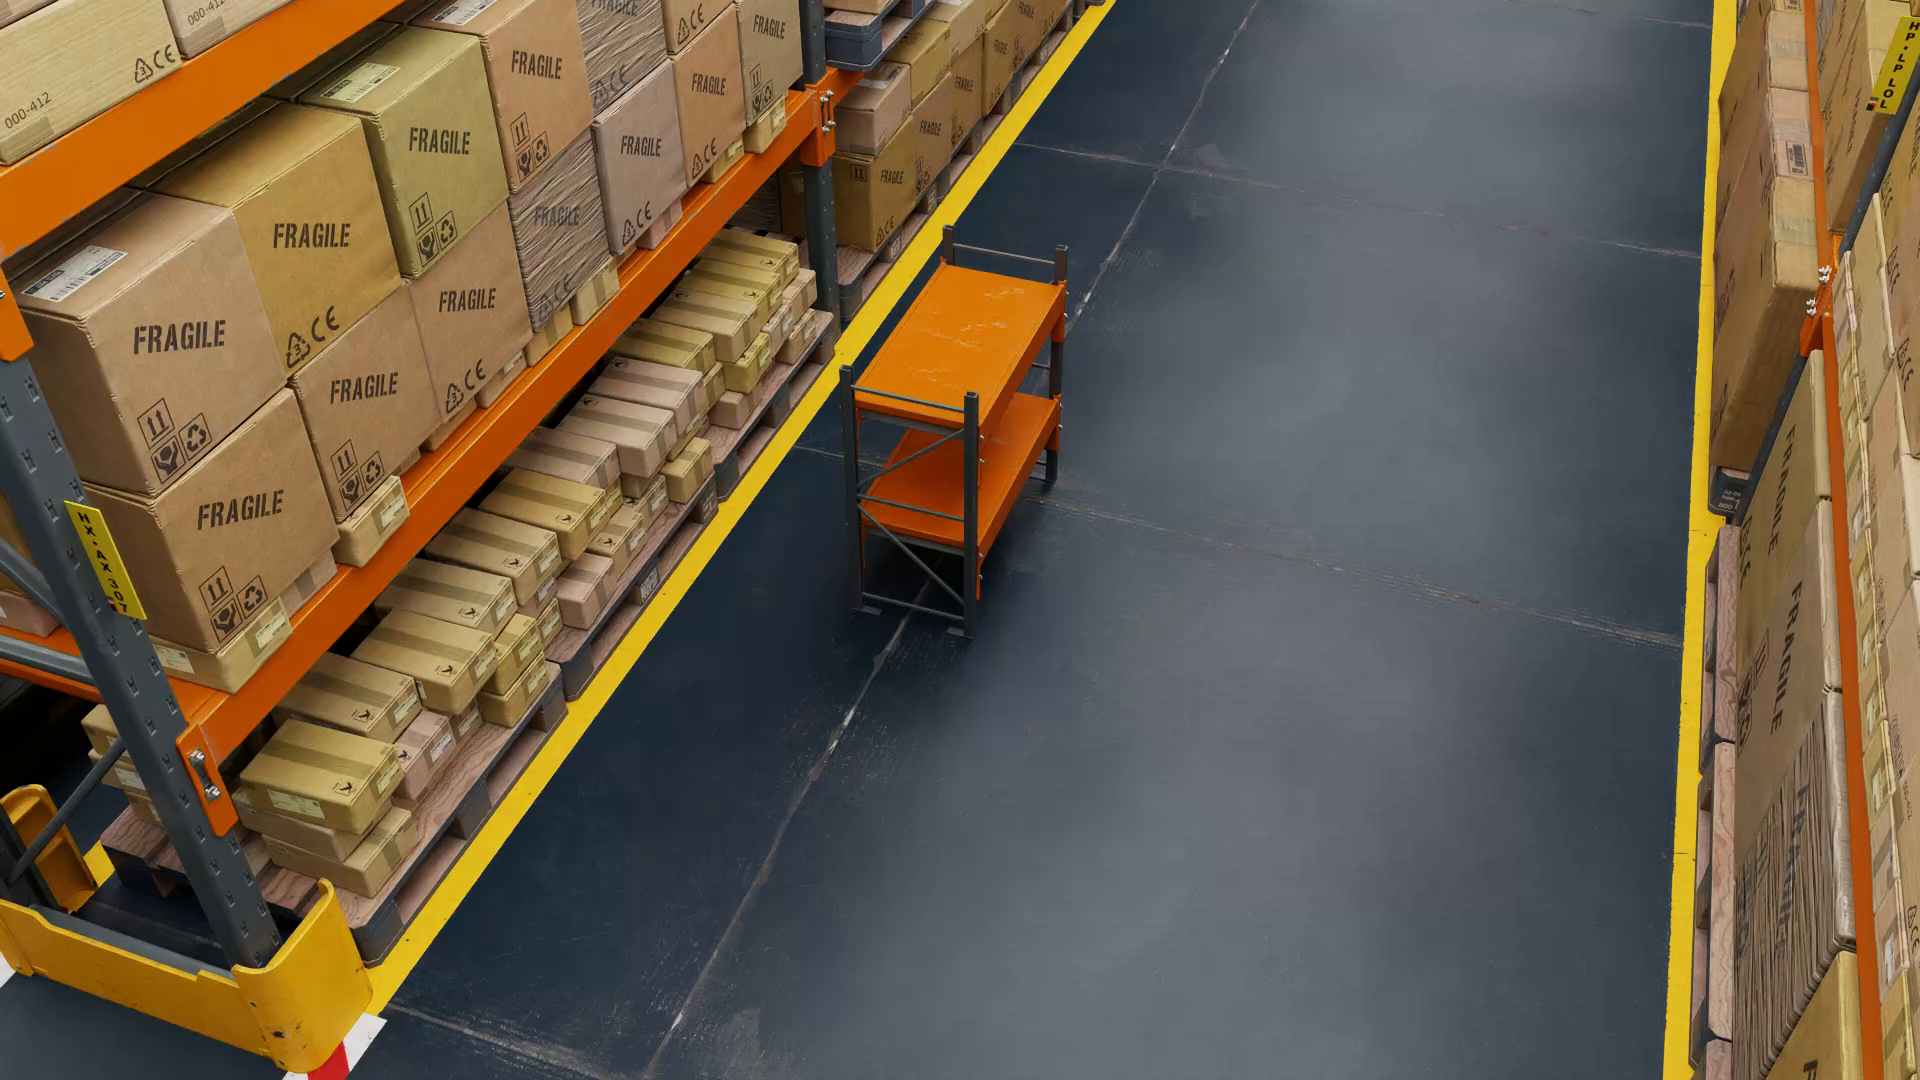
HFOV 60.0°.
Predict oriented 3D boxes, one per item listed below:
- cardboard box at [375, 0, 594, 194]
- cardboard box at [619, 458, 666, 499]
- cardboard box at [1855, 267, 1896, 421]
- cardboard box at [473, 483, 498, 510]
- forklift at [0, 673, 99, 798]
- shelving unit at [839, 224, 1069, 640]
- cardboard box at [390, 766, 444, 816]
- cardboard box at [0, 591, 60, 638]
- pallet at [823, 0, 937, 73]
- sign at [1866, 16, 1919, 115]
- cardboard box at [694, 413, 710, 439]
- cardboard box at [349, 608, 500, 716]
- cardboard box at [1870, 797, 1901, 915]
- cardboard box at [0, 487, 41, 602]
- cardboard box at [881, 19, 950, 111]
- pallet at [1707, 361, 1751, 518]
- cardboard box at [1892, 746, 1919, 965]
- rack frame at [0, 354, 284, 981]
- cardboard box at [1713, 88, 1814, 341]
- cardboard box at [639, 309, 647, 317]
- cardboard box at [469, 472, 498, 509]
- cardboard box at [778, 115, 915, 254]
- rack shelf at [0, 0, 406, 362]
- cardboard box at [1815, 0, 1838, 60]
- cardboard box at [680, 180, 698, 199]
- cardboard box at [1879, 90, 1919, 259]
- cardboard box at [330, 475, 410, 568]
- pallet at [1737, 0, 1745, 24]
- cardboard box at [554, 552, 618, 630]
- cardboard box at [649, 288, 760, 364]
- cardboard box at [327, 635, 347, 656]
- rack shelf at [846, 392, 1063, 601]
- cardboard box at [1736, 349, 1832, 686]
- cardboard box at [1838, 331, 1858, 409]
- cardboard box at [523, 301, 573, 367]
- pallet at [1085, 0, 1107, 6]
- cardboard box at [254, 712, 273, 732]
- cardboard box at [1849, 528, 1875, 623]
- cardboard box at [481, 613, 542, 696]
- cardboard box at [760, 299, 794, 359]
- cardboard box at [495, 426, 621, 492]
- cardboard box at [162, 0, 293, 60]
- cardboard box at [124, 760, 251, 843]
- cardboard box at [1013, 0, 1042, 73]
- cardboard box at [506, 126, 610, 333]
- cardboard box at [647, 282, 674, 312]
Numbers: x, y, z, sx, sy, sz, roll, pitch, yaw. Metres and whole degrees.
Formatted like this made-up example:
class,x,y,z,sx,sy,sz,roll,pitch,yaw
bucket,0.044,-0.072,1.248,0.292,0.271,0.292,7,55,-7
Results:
class,x,y,z,sx,sy,sz,roll,pitch,yaw
cardboard box,-1.480,-1.422,5.029,0.500,0.500,0.500,12,42,14
cardboard box,-1.374,-0.323,6.461,0.380,0.149,0.250,11,42,13
cardboard box,2.993,-0.545,4.964,0.500,0.250,0.500,13,42,15
cardboard box,-1.902,-0.129,6.463,0.380,0.149,0.250,14,43,16
forklift,-3.632,-0.499,5.077,1.130,2.935,3.031,16,43,18
shelving unit,-0.002,-0.424,6.380,0.538,1.125,1.048,13,42,15
cardboard box,-1.927,0.756,5.426,0.380,0.149,0.250,13,42,15
cardboard box,-2.574,0.092,4.525,0.380,0.149,0.250,13,42,15
pallet,-0.654,-2.543,7.567,1.003,0.211,1.213,13,42,15
sign,3.061,-1.544,5.418,0.100,0.325,0.005,13,42,15
cardboard box,-1.267,-0.493,6.890,0.380,0.149,0.250,12,42,14
cardboard box,-1.733,0.392,5.394,0.380,0.149,0.250,13,42,15
cardboard box,2.280,0.761,3.741,0.380,0.149,0.250,14,42,16
cardboard box,-2.508,-0.225,4.396,0.500,0.500,0.500,14,42,16
cardboard box,-0.371,-2.394,8.269,0.500,0.250,0.500,14,43,16
pallet,3.768,-0.446,7.110,1.003,0.211,1.213,13,42,15
cardboard box,2.297,0.700,3.504,0.500,0.250,0.500,13,42,14
rack frame,-2.420,0.258,4.137,1.000,3.000,0.127,13,42,15
cardboard box,4.079,-1.311,7.289,1.225,0.875,0.875,12,42,14
cardboard box,-1.554,-0.999,7.025,0.380,0.149,0.250,13,42,14
cardboard box,-1.993,-0.278,6.409,0.380,0.149,0.250,14,42,16
cardboard box,-0.550,-1.783,8.131,0.500,0.500,0.500,15,43,17
rack shelf,-1.736,-1.830,4.827,1.077,0.370,4.000,13,42,15
cardboard box,4.002,-2.328,7.091,0.500,0.500,0.500,13,42,15
cardboard box,-1.215,-1.387,6.258,0.380,0.149,0.250,12,42,14
cardboard box,3.171,-1.126,5.067,0.500,0.500,0.500,13,42,15
cardboard box,-1.810,-0.088,4.736,0.380,0.149,0.250,12,42,14
pallet,5.630,-3.616,10.826,1.003,0.211,1.213,13,42,15
cardboard box,-1.494,0.162,6.122,0.380,0.149,0.250,11,42,13
cardboard box,-1.057,-0.891,6.898,0.380,0.149,0.250,13,42,15
cardboard box,-2.331,0.367,5.653,0.380,0.149,0.250,12,42,13
rack shelf,-0.002,-0.238,6.539,0.538,0.278,1.000,13,42,15
cardboard box,3.274,0.014,5.736,0.875,0.875,0.875,13,42,15
cardboard box,2.982,-0.496,5.214,0.380,0.149,0.250,15,43,16
cardboard box,-1.515,-0.734,5.493,0.380,0.149,0.250,15,43,17
pallet,0.656,-4.025,11.305,1.003,0.211,1.213,13,42,15
cardboard box,-2.337,0.436,5.342,0.380,0.149,0.250,14,42,16
cardboard box,2.629,0.134,4.476,0.380,0.149,0.250,12,42,14
cardboard box,-1.662,0.351,5.671,0.380,0.149,0.250,15,43,16
cardboard box,-0.942,-0.940,7.184,0.380,0.149,0.250,11,42,13
cardboard box,-1.494,-0.270,6.170,0.380,0.149,0.250,13,42,15
cardboard box,-1.842,-1.364,3.842,0.500,0.250,0.500,15,43,16
cardboard box,-2.436,0.815,5.356,0.380,0.149,0.250,14,42,16
cardboard box,0.156,-3.055,9.622,0.500,0.500,0.500,15,43,17
cardboard box,-1.499,-1.046,5.359,0.500,0.500,0.500,12,42,14
cardboard box,-1.479,-1.046,7.309,0.380,0.149,0.250,14,42,15
